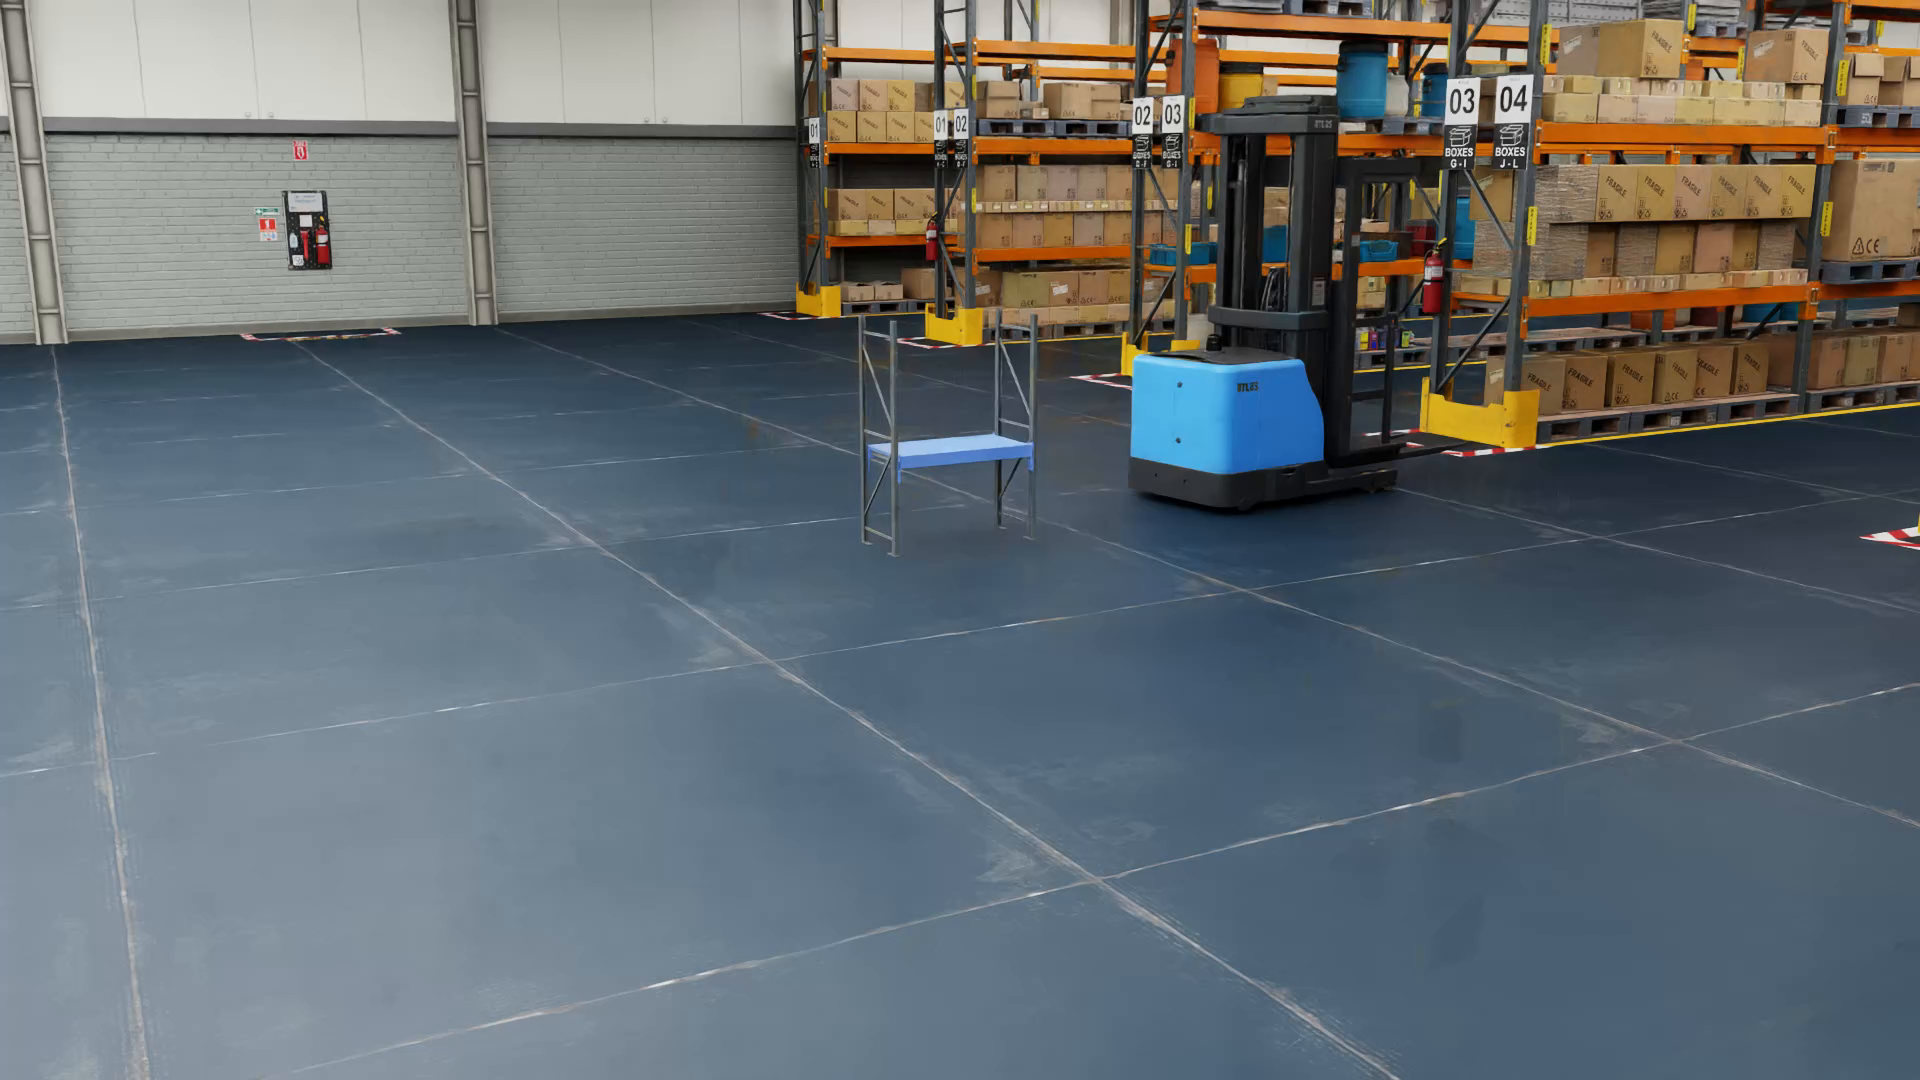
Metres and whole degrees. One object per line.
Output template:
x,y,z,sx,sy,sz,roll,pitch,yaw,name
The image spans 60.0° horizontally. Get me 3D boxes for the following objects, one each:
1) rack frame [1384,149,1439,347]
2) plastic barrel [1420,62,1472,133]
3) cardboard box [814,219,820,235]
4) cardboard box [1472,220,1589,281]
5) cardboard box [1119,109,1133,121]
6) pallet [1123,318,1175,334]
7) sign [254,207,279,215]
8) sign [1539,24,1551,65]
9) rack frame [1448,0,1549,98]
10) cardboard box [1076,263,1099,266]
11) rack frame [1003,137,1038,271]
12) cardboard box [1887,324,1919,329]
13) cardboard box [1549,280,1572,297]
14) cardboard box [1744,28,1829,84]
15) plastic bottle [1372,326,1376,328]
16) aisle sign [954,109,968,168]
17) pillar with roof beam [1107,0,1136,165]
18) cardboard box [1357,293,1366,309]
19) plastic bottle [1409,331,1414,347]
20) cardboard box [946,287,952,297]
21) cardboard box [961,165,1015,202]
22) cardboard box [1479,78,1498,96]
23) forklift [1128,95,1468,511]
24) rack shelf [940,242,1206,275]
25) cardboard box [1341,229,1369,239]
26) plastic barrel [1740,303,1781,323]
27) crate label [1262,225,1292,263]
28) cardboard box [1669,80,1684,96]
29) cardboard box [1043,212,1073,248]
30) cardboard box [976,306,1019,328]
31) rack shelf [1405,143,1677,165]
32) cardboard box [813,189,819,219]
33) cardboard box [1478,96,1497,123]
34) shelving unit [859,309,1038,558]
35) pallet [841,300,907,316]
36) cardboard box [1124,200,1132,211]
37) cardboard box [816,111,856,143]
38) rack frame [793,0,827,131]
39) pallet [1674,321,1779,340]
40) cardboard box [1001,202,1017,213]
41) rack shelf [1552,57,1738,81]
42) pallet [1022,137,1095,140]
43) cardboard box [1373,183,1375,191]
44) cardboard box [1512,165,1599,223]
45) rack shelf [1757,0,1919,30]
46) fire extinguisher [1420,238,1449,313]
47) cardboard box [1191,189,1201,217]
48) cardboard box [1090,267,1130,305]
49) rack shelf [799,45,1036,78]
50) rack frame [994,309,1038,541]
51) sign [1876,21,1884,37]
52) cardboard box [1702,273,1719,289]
5.810,-3.768,21.018,0.127,3.000,1.000,-7,14,-28,rack frame
6.152,-5.571,21.058,0.708,0.901,0.600,-7,14,-28,plastic barrel
-2.131,-5.279,28.031,0.500,0.250,0.500,-7,14,-27,cardboard box
5.168,-2.639,15.097,0.500,0.500,0.875,-7,14,-28,cardboard box
2.512,-6.157,24.101,0.250,0.149,0.380,-7,14,-28,cardboard box
2.722,-3.287,25.232,1.213,0.211,1.003,-7,14,-28,pallet
-10.228,-4.849,24.535,0.331,0.109,0.001,-7,14,-28,sign
4.932,-4.178,14.017,0.005,0.325,0.100,-7,14,-28,sign
4.672,-5.319,14.249,0.127,3.000,1.000,-7,14,-28,rack frame
2.130,-4.817,30.371,0.500,0.500,0.700,-7,15,-29,cardboard box
1.063,-5.677,29.502,0.127,3.000,1.000,-7,14,-28,rack frame
10.635,-2.094,18.272,0.500,0.500,0.700,-8,15,-33,cardboard box
5.265,-2.276,14.964,0.250,0.149,0.380,-7,14,-28,cardboard box
7.910,-4.618,15.920,0.500,0.500,0.500,-7,15,-30,cardboard box
5.320,-2.702,21.496,0.097,0.271,0.097,0,13,0,plastic bottle
0.018,-5.504,22.813,0.004,0.787,0.394,-7,14,-28,aisle sign
5.081,-8.225,27.160,0.400,9.000,9.100,-7,14,-28,pillar with roof beam
6.155,-3.850,26.689,0.500,0.250,0.500,-7,14,-29,cardboard box
5.641,-2.519,20.841,0.097,0.201,0.097,0,13,0,plastic bottle
-0.351,-4.336,29.036,0.250,0.149,0.380,-8,15,-32,cardboard box
0.391,-5.036,23.471,0.500,0.500,0.700,-7,14,-28,cardboard box
4.766,-4.066,14.948,0.250,0.149,0.380,-7,14,-28,cardboard box
2.754,-1.870,12.741,3.031,2.935,1.130,-9,16,-36,forklift
1.684,-4.161,24.406,4.000,0.370,1.077,-7,14,-28,rack shelf
6.294,-4.873,26.502,0.250,0.149,0.380,-7,14,-28,cardboard box
11.724,-3.662,24.372,0.708,0.901,0.600,-7,14,-28,plastic barrel
3.785,-3.610,20.237,0.616,0.435,0.502,-7,14,-28,crate label
6.379,-4.127,15.217,0.250,0.149,0.380,-7,14,-28,cardboard box
1.242,-4.504,24.065,0.500,0.500,0.700,-7,14,-27,cardboard box
0.506,-3.179,23.708,0.500,0.250,0.500,-7,14,-28,cardboard box
7.565,-5.090,21.703,4.000,0.370,1.077,-7,14,-28,rack shelf
-2.136,-5.649,27.966,0.500,0.500,0.500,-7,14,-28,cardboard box
4.973,-3.882,15.037,0.500,0.250,0.500,-6,14,-27,cardboard box
-0.075,-0.723,10.905,1.048,1.500,0.538,-7,14,-28,shelving unit
-1.651,-3.982,28.323,1.213,0.211,1.003,-7,14,-28,pallet
2.410,-4.911,24.395,0.250,0.149,0.380,-7,14,-28,cardboard box
-2.035,-6.765,27.232,0.500,0.500,0.500,-6,14,-26,cardboard box
-2.448,-8.183,26.973,0.127,3.000,1.000,-7,14,-28,rack frame
11.062,-3.046,24.165,1.213,0.211,1.003,-7,14,-28,pallet
0.607,-4.695,23.434,0.250,0.149,0.380,-7,15,-29,cardboard box
12.217,-8.349,29.357,4.000,0.370,1.077,-7,14,-28,rack shelf
1.656,-7.093,29.391,1.003,0.211,1.213,-7,14,-28,pallet
7.797,-6.990,32.676,0.500,0.250,0.500,-6,14,-26,cardboard box
5.285,-3.079,14.778,0.500,0.500,0.500,-7,14,-28,cardboard box
9.938,-5.404,17.176,4.000,0.370,1.077,-7,14,-28,rack shelf
4.351,-2.431,15.257,0.183,0.674,0.296,-7,14,-28,fire extinguisher
4.166,-6.310,31.084,0.500,0.500,0.700,-9,15,-34,cardboard box
2.256,-3.757,24.571,0.500,0.500,0.500,-7,14,-28,cardboard box
-0.693,-8.041,27.988,4.000,0.370,1.077,-7,14,-28,rack shelf
0.371,-0.776,11.142,0.032,1.500,0.500,-7,14,-28,rack frame
13.094,-7.328,23.650,0.005,0.325,0.100,-7,14,-28,sign
7.014,-2.489,15.911,0.250,0.149,0.380,-7,14,-28,cardboard box
